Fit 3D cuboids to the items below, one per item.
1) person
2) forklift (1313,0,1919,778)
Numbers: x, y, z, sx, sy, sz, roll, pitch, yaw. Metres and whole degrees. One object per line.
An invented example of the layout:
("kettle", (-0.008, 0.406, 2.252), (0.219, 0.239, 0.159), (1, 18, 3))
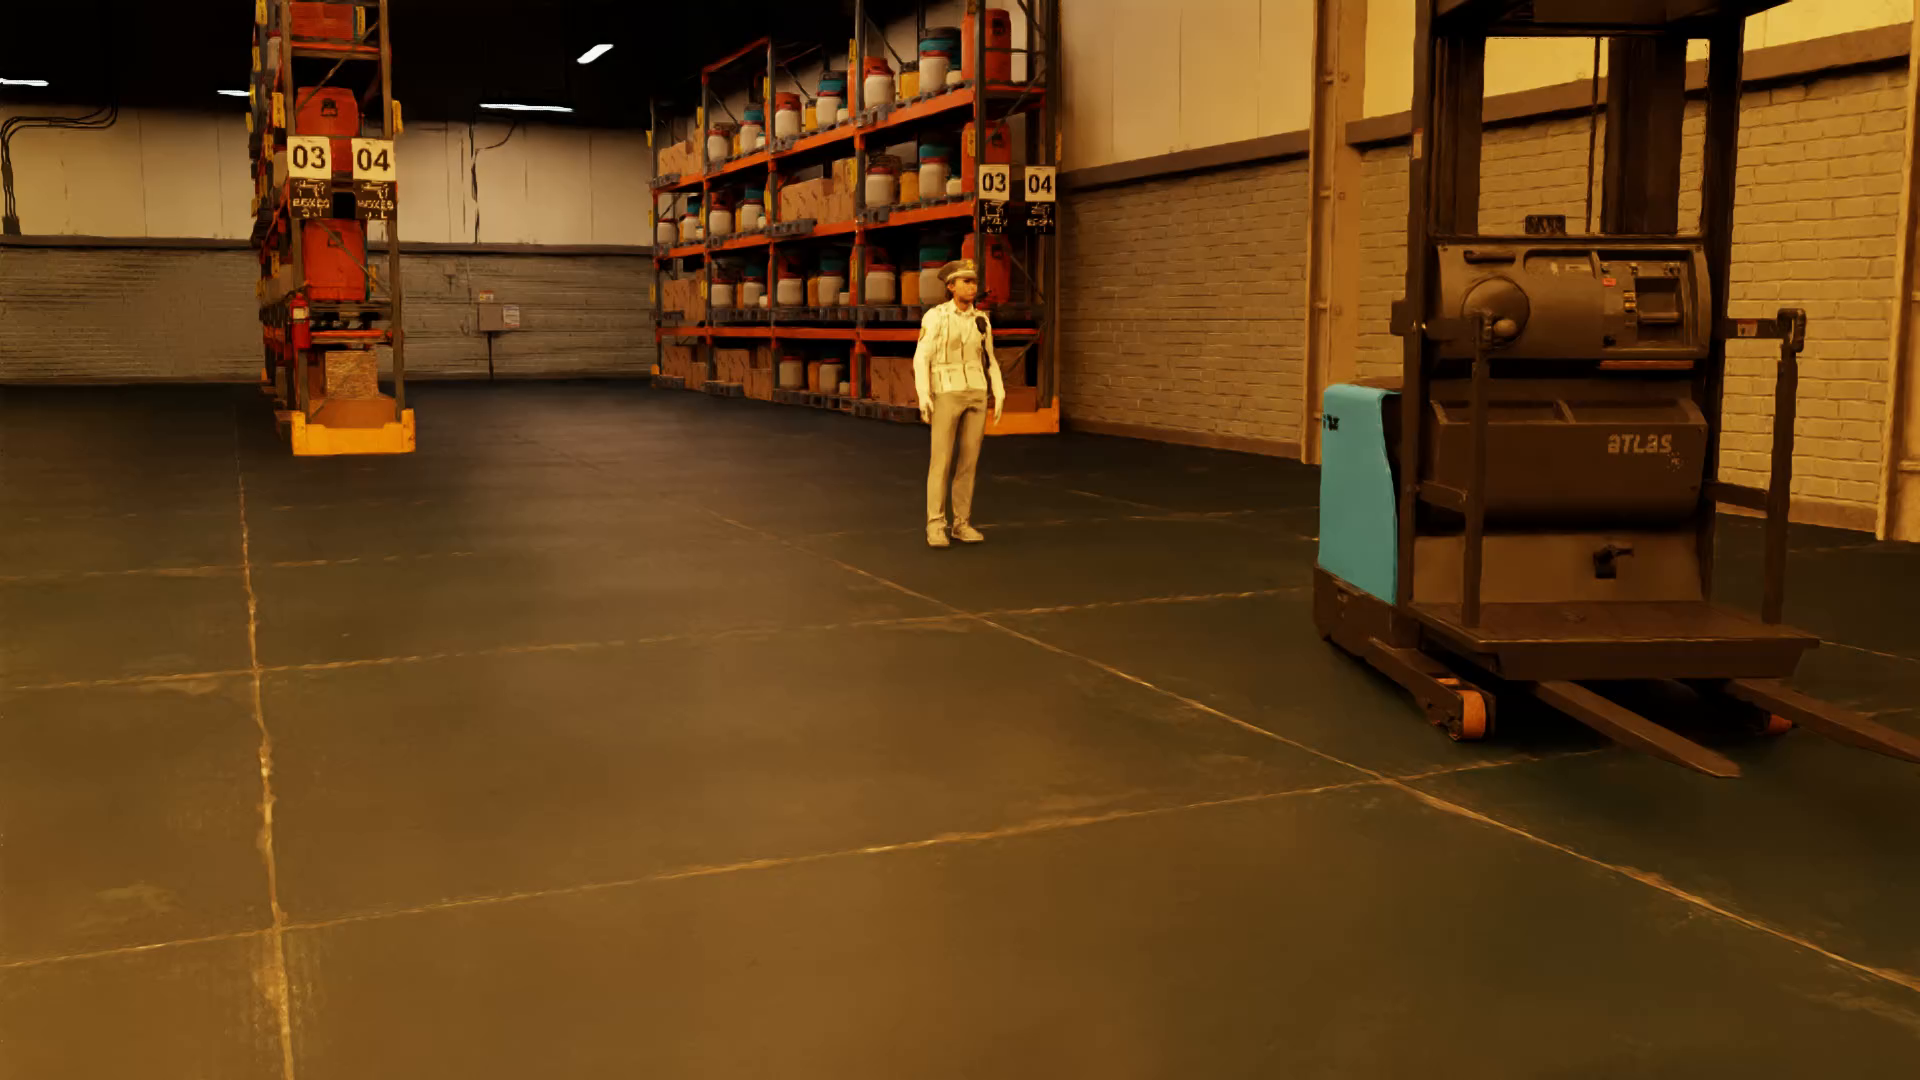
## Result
("person", (0.020, -0.839, 9.978), (0.586, 1.695, 0.532), (-3, 8, -23))
("forklift", (2.095, -0.856, 5.428), (1.130, 2.935, 3.031), (0, 8, -4))
